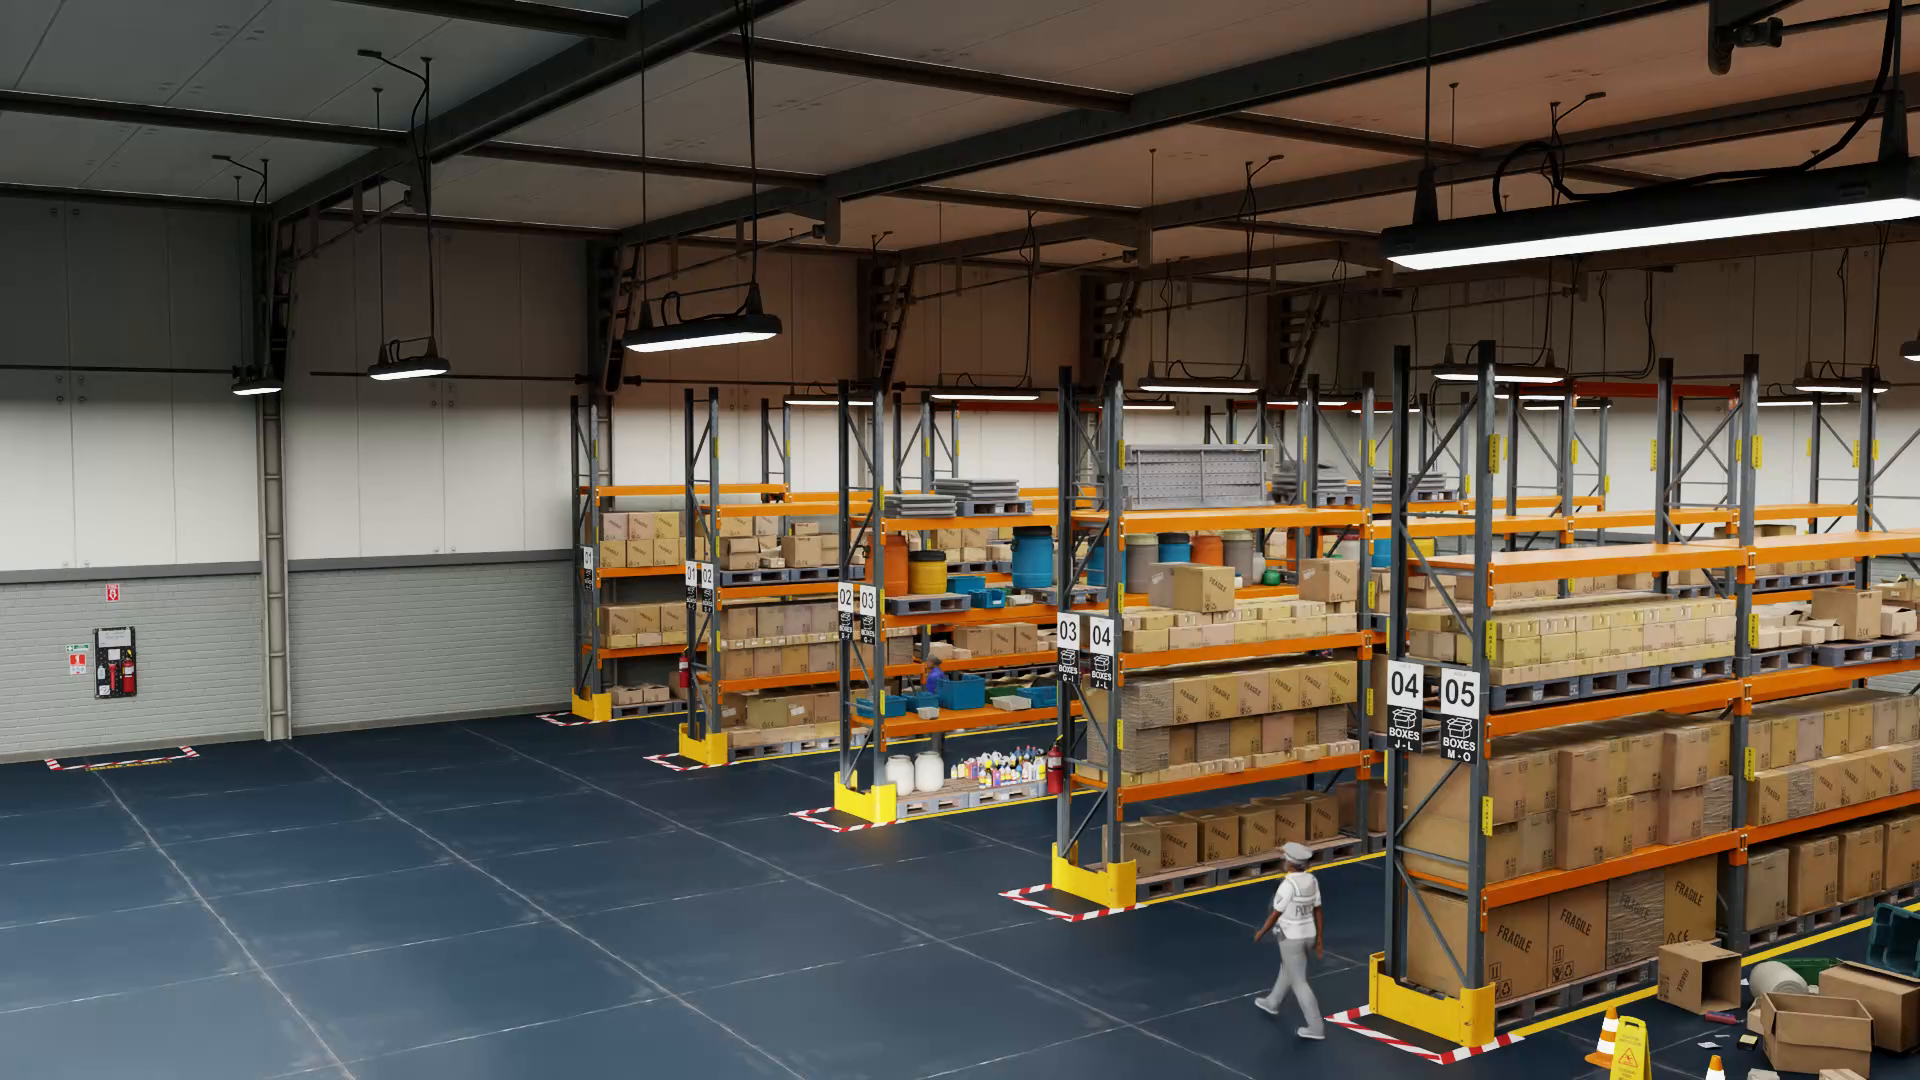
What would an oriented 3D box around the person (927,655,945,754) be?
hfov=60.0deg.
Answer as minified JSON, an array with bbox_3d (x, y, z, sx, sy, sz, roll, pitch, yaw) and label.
[{"bbox_3d":[-0.422,2.708,27.136,0.322,1.655,0.546,1,4,18],"label":"person"}]

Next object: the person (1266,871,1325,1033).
[{"bbox_3d":[2.884,3.529,14.464,0.446,1.336,0.753,-3,5,-44],"label":"person"}]
